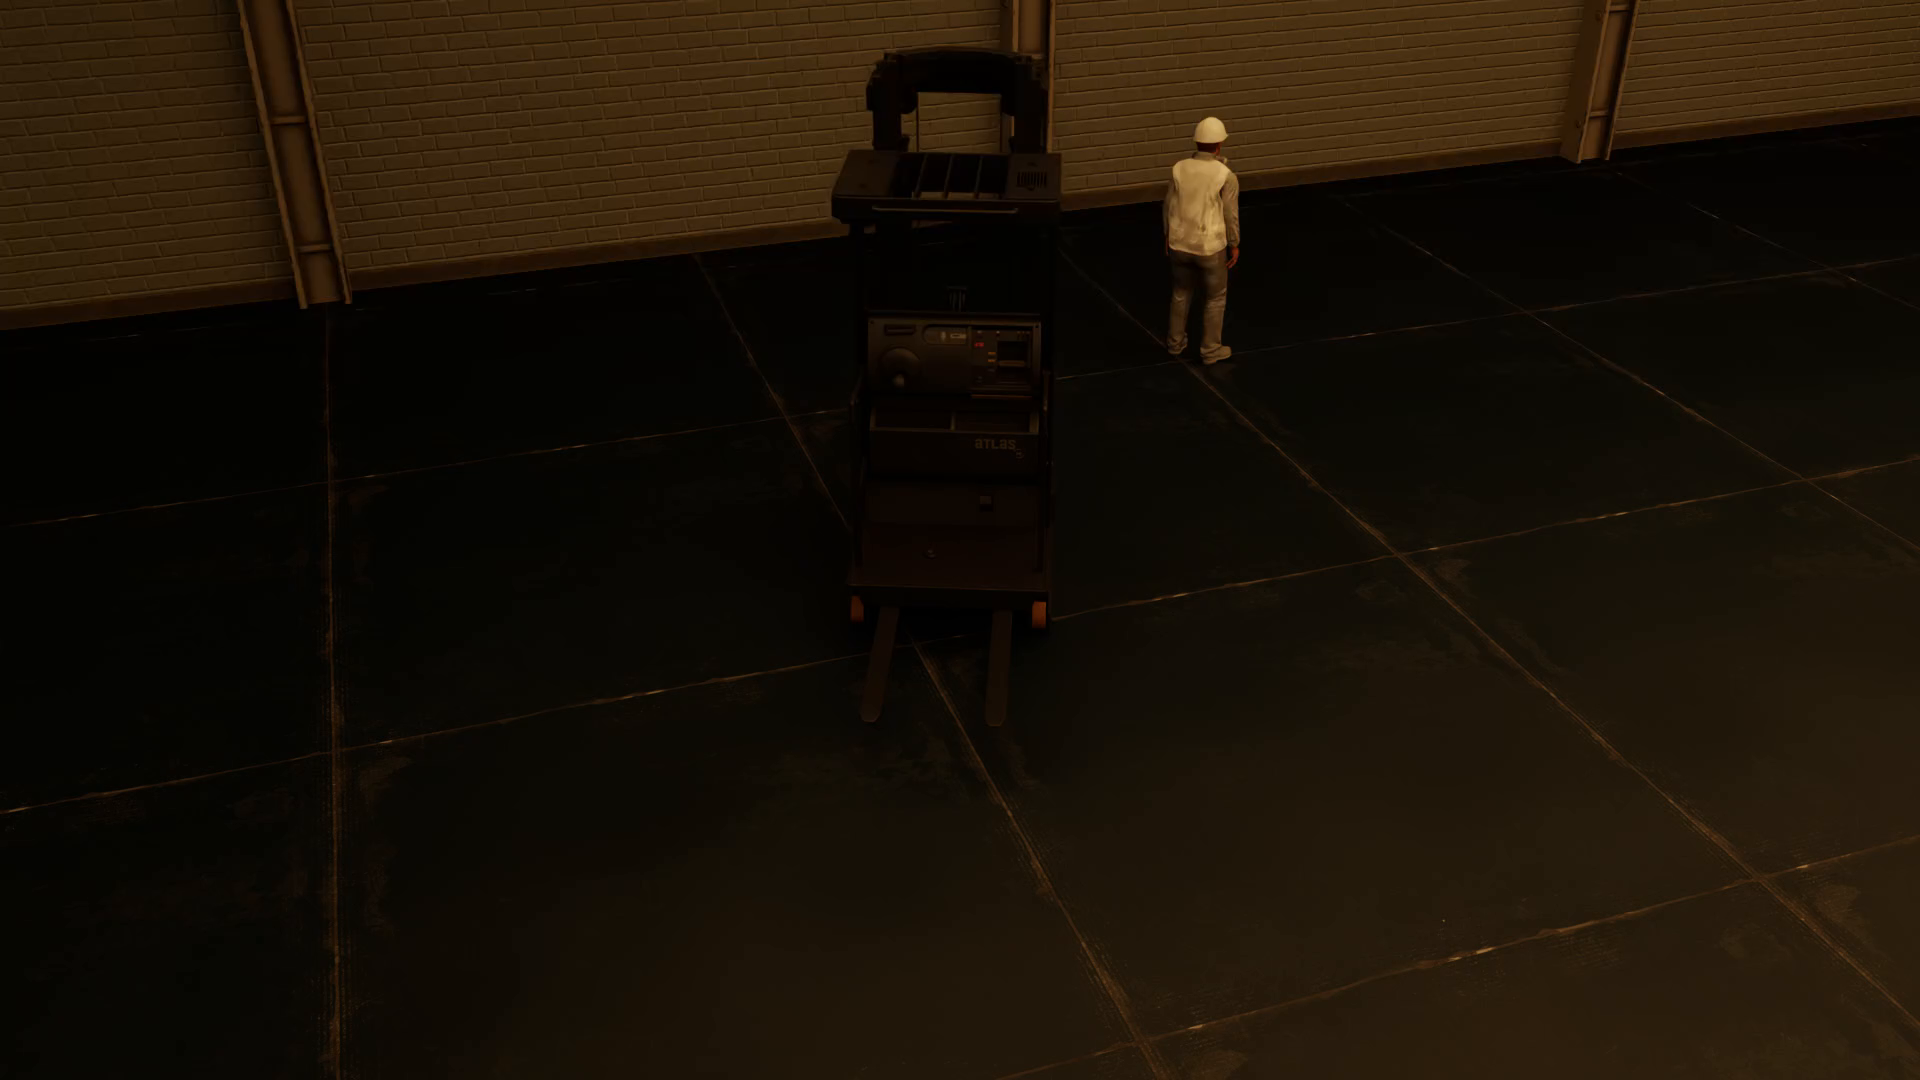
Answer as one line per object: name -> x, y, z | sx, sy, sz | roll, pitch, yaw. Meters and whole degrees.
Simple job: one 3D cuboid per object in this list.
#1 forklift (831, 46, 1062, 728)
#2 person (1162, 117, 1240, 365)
forklift -> -0.043, -0.942, 8.724 | 1.130, 2.935, 3.031 | 2, 30, 3
person -> 1.736, -2.150, 11.991 | 0.582, 1.771, 0.458 | 17, 34, 28
